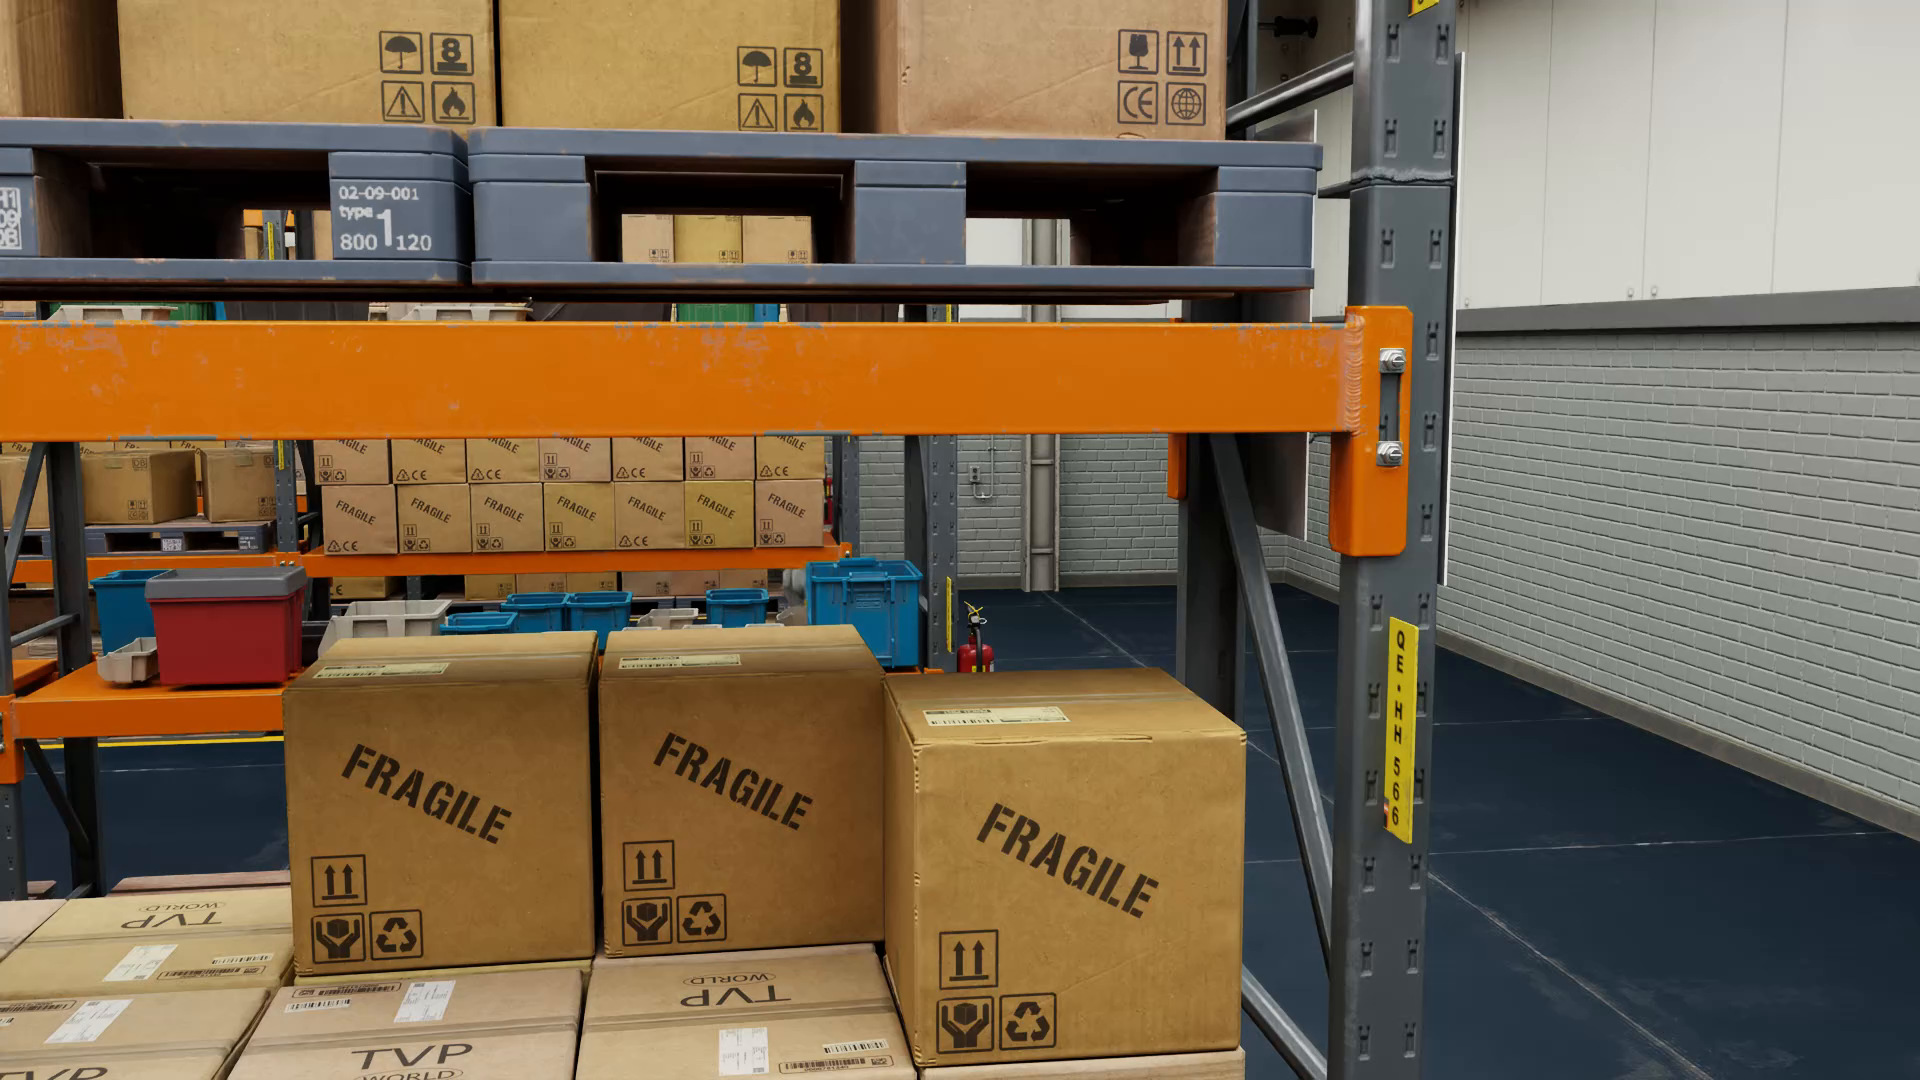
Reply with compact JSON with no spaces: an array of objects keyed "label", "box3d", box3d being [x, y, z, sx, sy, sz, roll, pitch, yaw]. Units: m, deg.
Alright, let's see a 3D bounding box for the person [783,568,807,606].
[{"label":"person","box3d":[-1.475,0.080,15.922,0.523,1.652,0.490,-5,8,-38]}]
